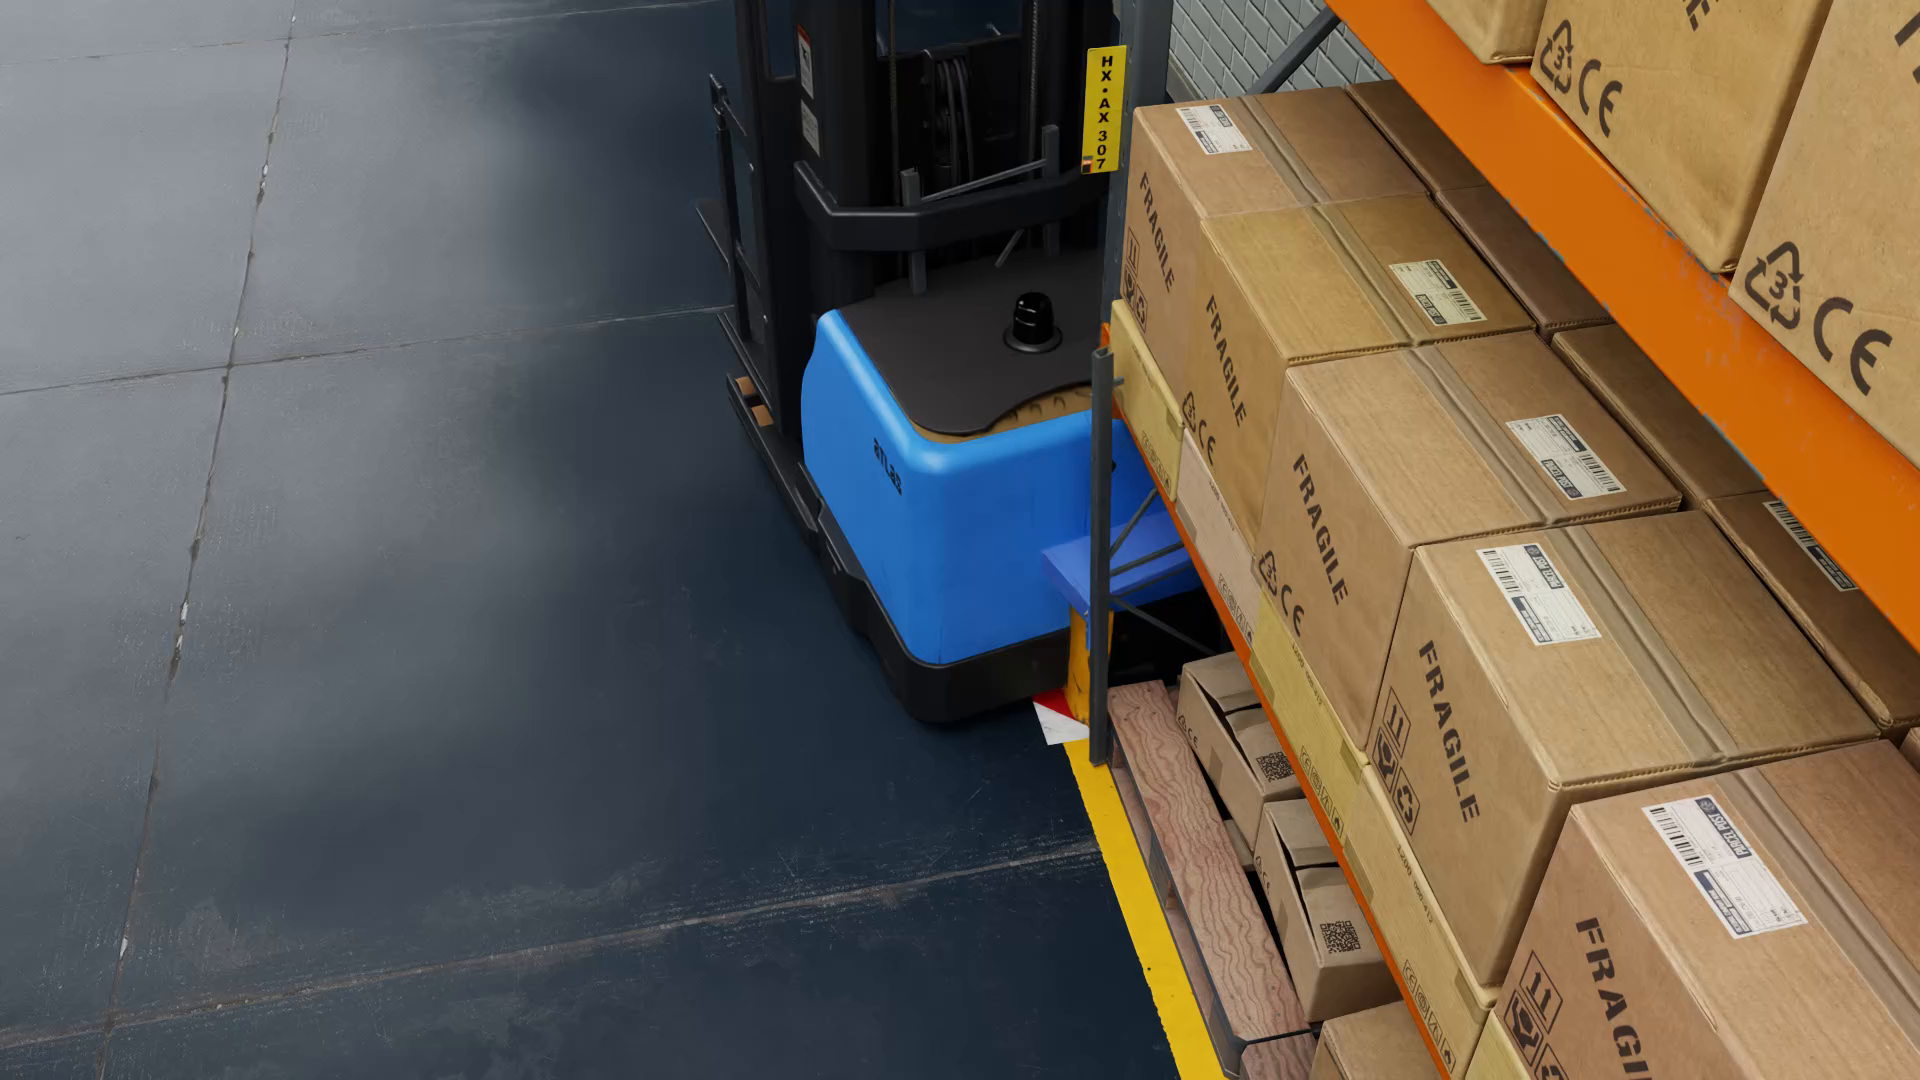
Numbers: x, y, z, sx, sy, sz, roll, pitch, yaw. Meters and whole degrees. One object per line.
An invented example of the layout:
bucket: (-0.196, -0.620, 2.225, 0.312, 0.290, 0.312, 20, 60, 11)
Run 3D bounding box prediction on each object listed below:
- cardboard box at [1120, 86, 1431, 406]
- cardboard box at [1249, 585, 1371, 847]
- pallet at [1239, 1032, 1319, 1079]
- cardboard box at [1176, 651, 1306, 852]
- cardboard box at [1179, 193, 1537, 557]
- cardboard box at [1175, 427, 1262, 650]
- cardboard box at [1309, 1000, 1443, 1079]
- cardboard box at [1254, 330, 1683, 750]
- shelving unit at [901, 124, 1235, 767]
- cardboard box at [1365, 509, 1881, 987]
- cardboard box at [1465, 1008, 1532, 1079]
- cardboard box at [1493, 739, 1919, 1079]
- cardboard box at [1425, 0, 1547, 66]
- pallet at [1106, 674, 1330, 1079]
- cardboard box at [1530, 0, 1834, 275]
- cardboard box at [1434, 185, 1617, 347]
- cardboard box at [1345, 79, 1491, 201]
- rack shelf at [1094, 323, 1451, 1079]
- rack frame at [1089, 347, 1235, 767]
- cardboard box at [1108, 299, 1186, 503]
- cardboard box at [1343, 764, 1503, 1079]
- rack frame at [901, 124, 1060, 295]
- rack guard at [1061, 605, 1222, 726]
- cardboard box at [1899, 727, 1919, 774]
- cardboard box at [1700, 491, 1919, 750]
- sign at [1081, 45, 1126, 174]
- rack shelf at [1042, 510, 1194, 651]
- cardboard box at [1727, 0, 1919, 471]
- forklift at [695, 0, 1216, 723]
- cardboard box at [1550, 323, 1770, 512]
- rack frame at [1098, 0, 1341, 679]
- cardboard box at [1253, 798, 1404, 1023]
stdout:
cardboard box: (0.687, -0.665, 3.773, 0.500, 0.500, 0.500, -8, 42, -9)
cardboard box: (0.903, 0.290, 3.262, 0.500, 0.250, 0.500, -9, 42, -10)
pallet: (1.295, 1.627, 3.758, 1.003, 0.211, 1.213, -8, 42, -9)
cardboard box: (0.939, 0.517, 4.603, 0.500, 0.311, 0.500, -13, 43, -14)
cardboard box: (0.784, -0.343, 3.410, 0.500, 0.500, 0.500, -8, 42, -9)
cardboard box: (0.799, -0.041, 3.634, 0.500, 0.250, 0.500, -10, 42, -11)
cardboard box: (1.172, 1.298, 3.580, 0.700, 0.500, 0.500, -11, 43, -12)
cardboard box: (0.890, -0.008, 3.032, 0.500, 0.500, 0.500, -10, 42, -11)
shelving unit: (0.337, -0.264, 4.896, 0.538, 1.500, 1.048, -22, 45, -19)
cardboard box: (1.013, 0.325, 2.657, 0.500, 0.500, 0.500, -7, 42, -8)
cardboard box: (1.120, 0.944, 2.525, 0.500, 0.250, 0.500, -9, 42, -10)
cardboard box: (1.126, 0.662, 2.277, 0.500, 0.500, 0.500, -9, 42, -11)
cardboard box: (0.903, -1.011, 2.279, 0.500, 0.500, 0.500, -7, 42, -7)
pallet: (1.035, 0.838, 4.647, 1.003, 0.211, 1.213, -8, 42, -9)
cardboard box: (1.039, -0.666, 1.891, 0.500, 0.500, 0.500, -6, 42, -7)
cardboard box: (1.286, -0.415, 3.491, 0.500, 0.500, 0.500, -8, 42, -9)
cardboard box: (1.187, -0.743, 3.860, 0.500, 0.500, 0.500, -9, 42, -10)
rack shelf: (1.310, 0.780, 3.154, 1.077, 0.370, 4.000, -8, 42, -9)
rack frame: (0.578, 0.027, 4.556, 0.500, 1.500, 0.032, -22, 45, -19)
cardboard box: (0.673, -0.375, 4.011, 0.500, 0.250, 0.500, -9, 42, -11)
cardboard box: (1.010, 0.618, 2.892, 0.500, 0.250, 0.500, -8, 42, -9)
rack frame: (0.096, -0.556, 5.236, 0.500, 1.500, 0.032, -22, 45, -19)
rack guard: (0.894, 0.198, 5.150, 1.175, 0.500, 0.348, -8, 42, -9)
cardboard box: (1.634, 0.581, 2.369, 0.500, 0.500, 0.500, -7, 42, -8)
cardboard box: (1.511, 0.246, 2.746, 0.500, 0.500, 0.500, -8, 42, -9)
sign: (0.348, -1.032, 4.001, 0.100, 0.325, 0.005, -8, 42, -9)
rack shelf: (0.345, -0.131, 5.017, 0.538, 0.185, 1.000, -22, 45, -19)
cardboard box: (1.138, -0.335, 1.518, 0.500, 0.500, 0.500, -10, 43, -11)
forklift: (-0.224, -1.530, 5.265, 1.130, 2.935, 3.031, -16, 44, -17)
cardboard box: (1.402, -0.080, 3.114, 0.500, 0.500, 0.500, -9, 42, -10)
rack frame: (0.878, -0.786, 4.376, 1.000, 3.000, 0.127, -8, 42, -9)
cardboard box: (1.062, 0.886, 4.186, 0.500, 0.311, 0.500, -5, 42, -6)
